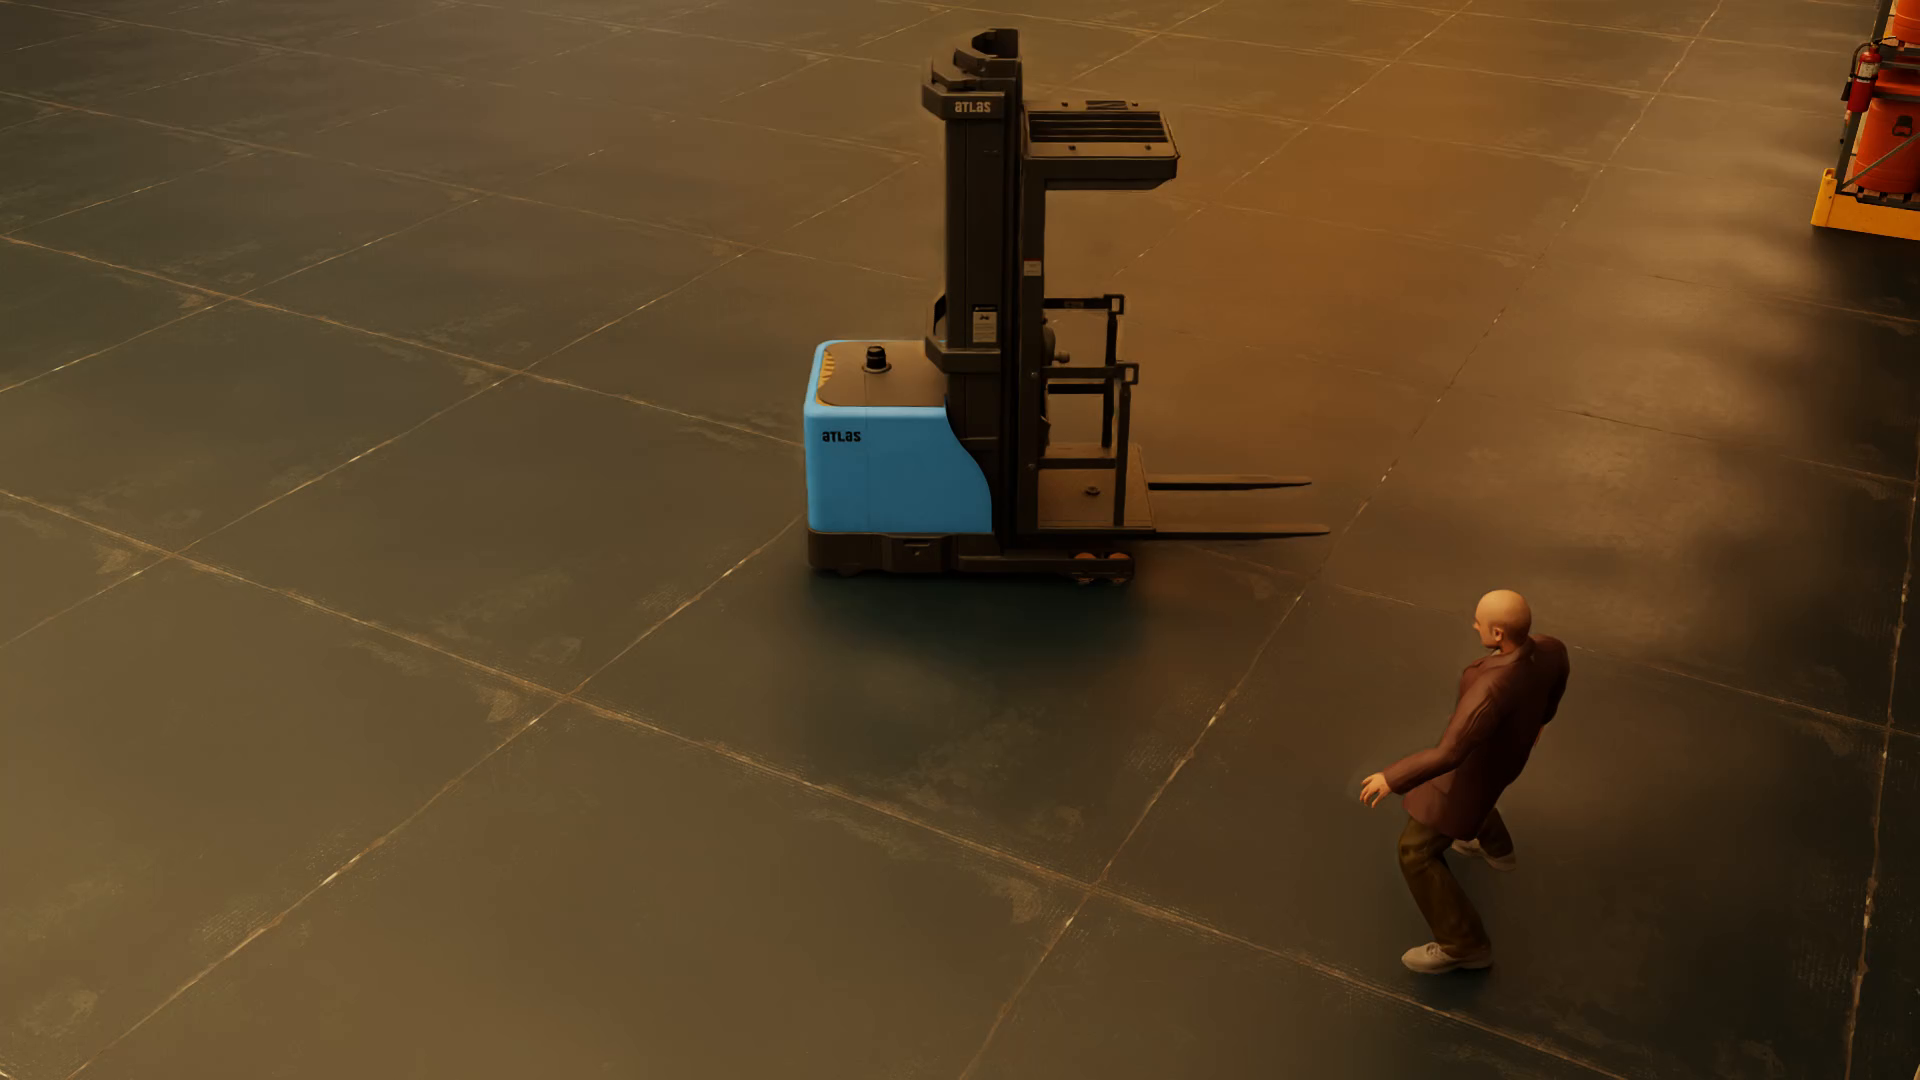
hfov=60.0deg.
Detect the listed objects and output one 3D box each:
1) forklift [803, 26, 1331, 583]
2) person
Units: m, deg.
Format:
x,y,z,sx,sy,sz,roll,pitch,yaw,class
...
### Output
x,y,z,sx,sy,sz,roll,pitch,yaw,class
0.637,-1.293,9.312,3.031,2.935,1.130,0,30,0,forklift
2.120,0.897,6.827,0.988,1.656,0.665,-23,37,-34,person
